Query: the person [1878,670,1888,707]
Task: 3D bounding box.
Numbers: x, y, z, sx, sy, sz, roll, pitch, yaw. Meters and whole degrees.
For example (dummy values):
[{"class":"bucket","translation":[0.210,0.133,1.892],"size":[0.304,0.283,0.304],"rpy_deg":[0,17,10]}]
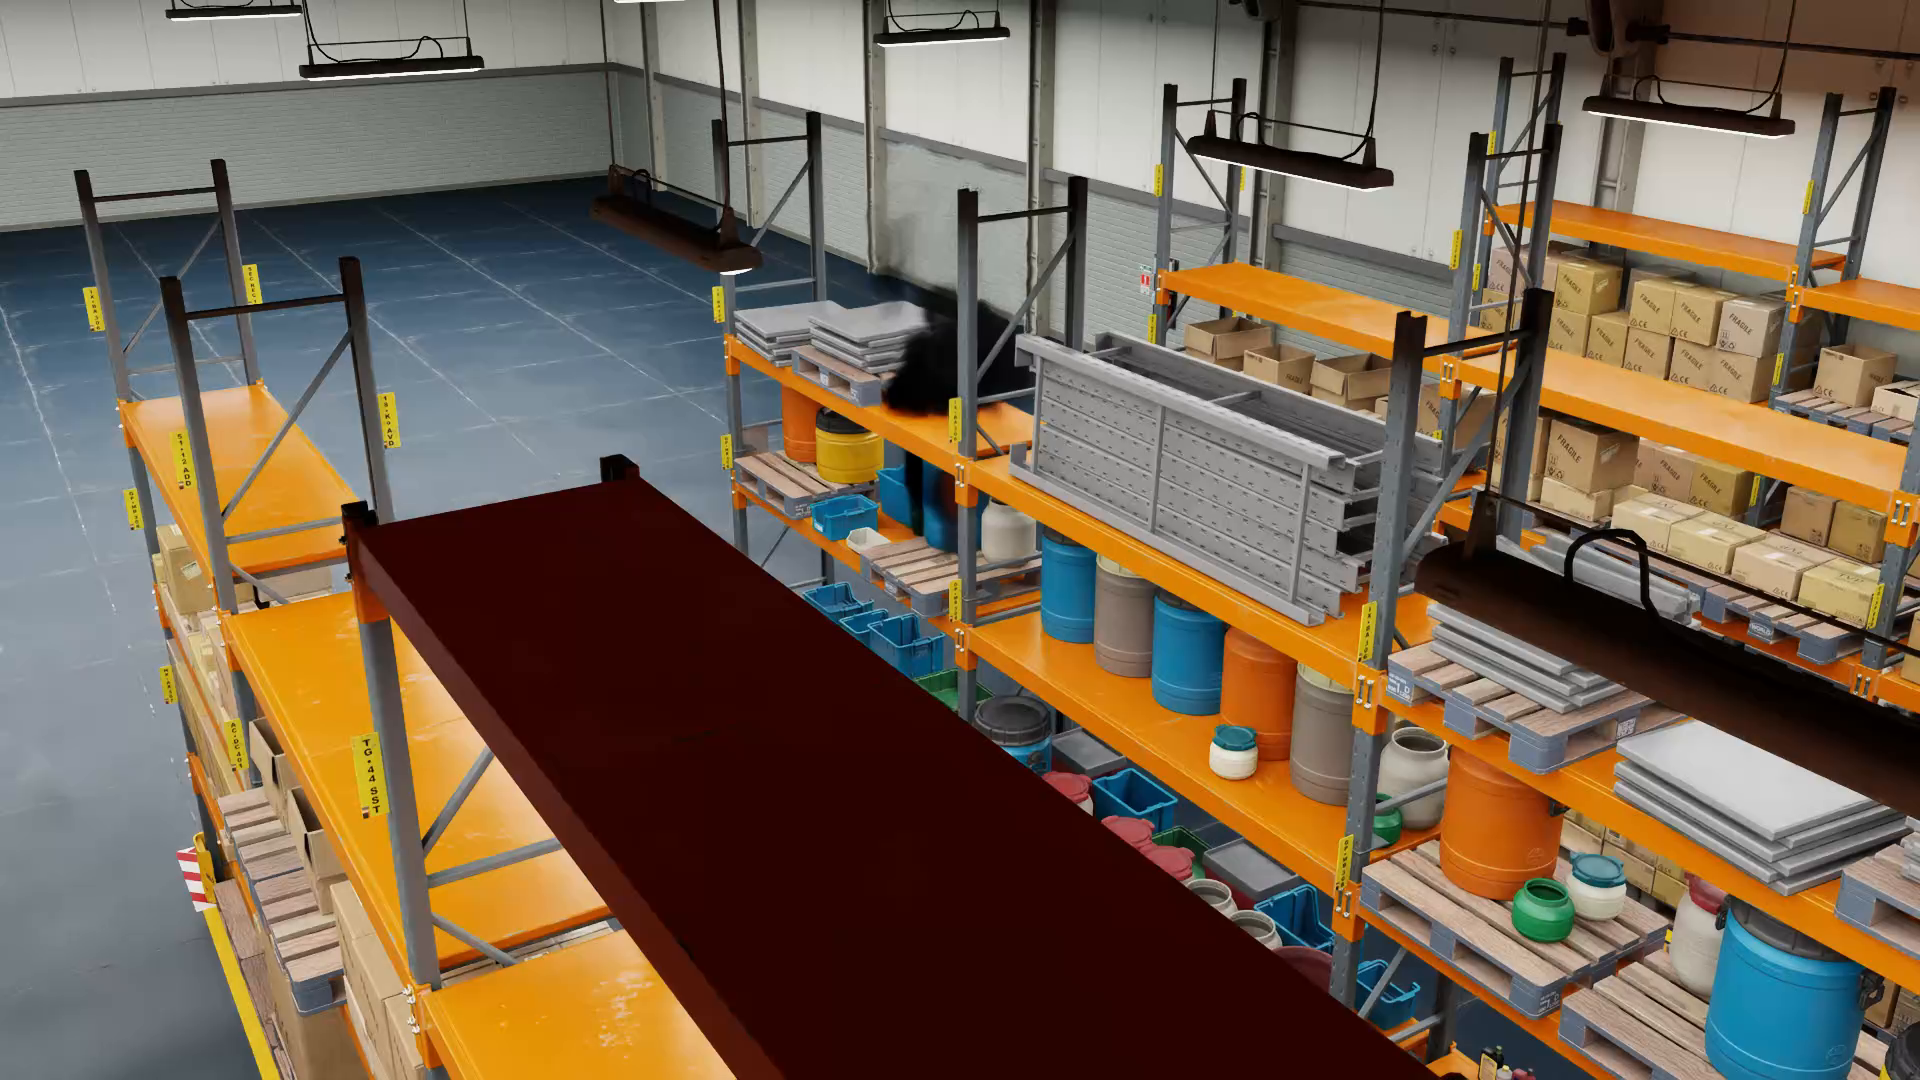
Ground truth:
[{"class":"person","translation":[7.763,1.797,14.558],"size":[0.661,1.746,0.572],"rpy_deg":[-14,26,-30]}]
